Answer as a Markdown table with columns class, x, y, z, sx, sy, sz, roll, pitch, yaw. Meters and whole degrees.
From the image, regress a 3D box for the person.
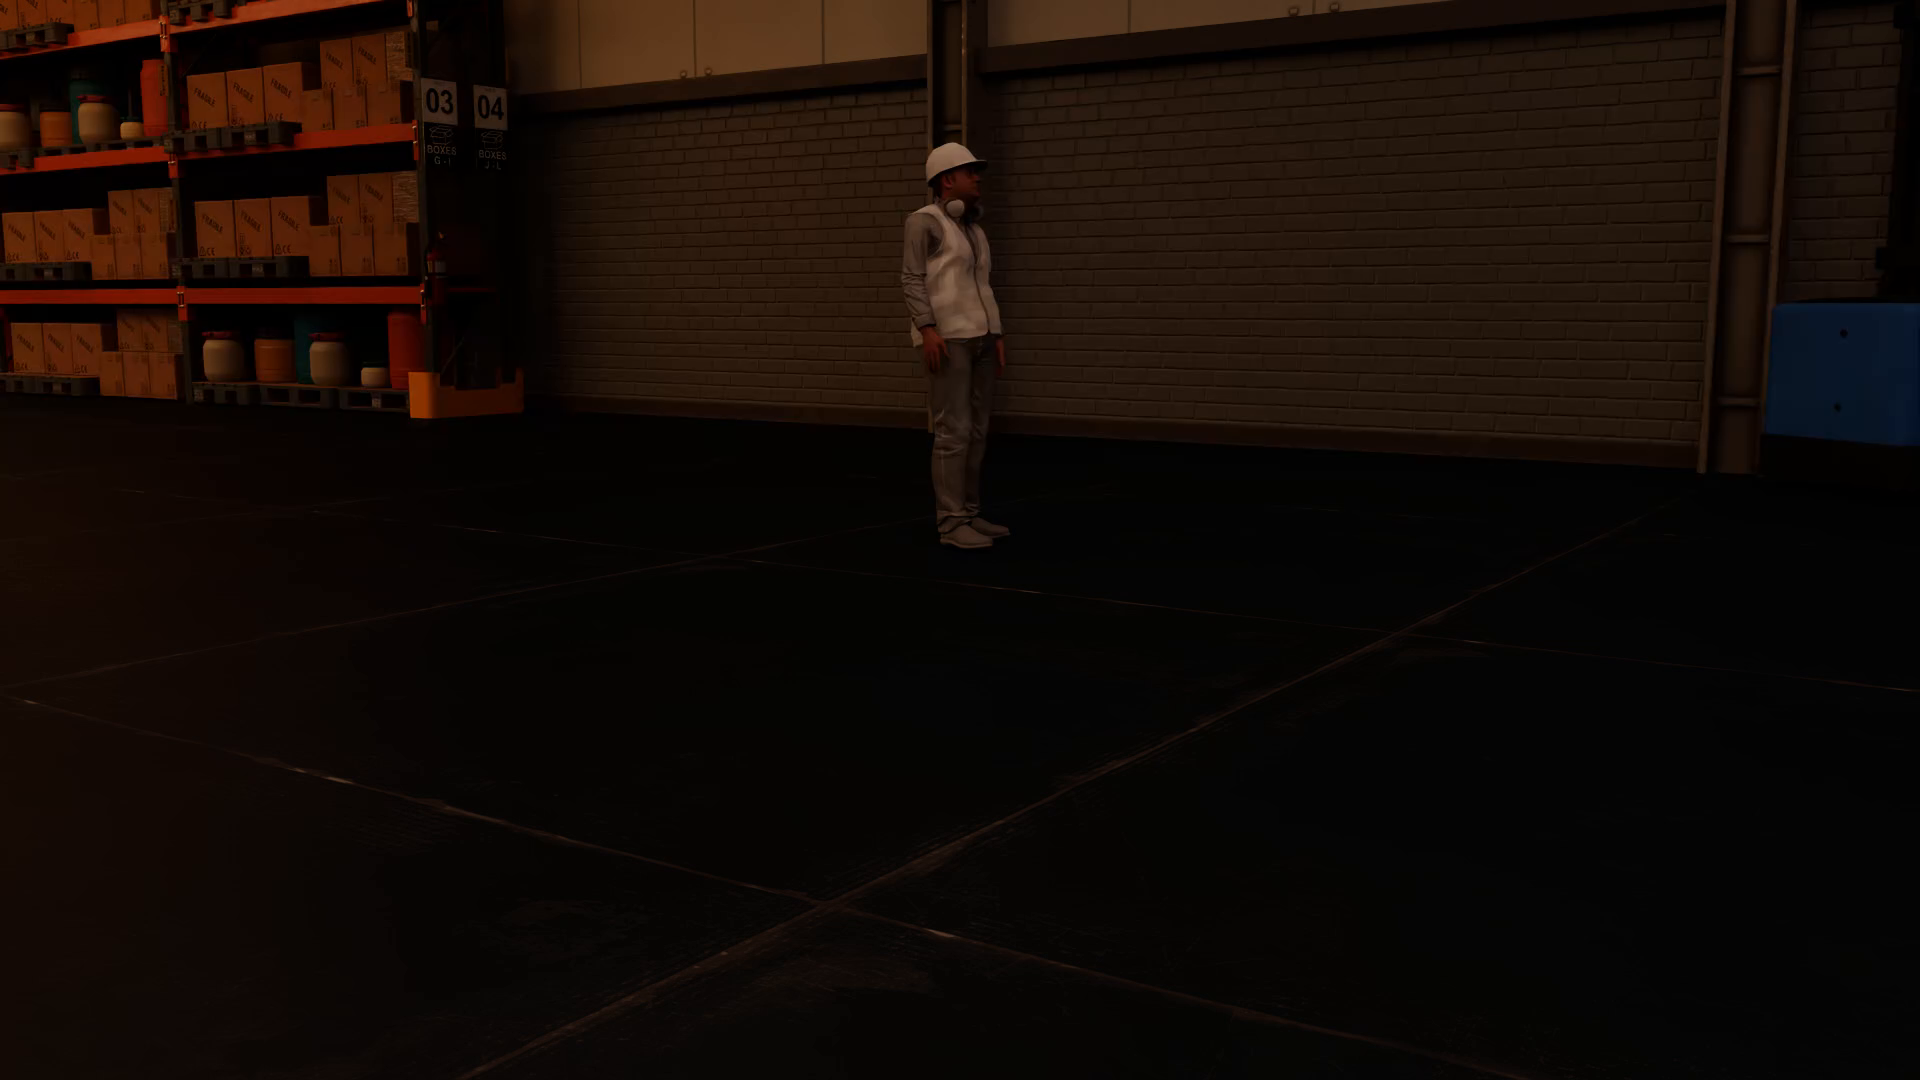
| class | x | y | z | sx | sy | sz | roll | pitch | yaw |
| --- | --- | --- | --- | --- | --- | --- | --- | --- | --- |
| person | 0.047 | -0.880 | 7.437 | 0.568 | 1.773 | 0.632 | 5 | 10 | 34 |

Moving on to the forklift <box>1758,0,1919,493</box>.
| class | x | y | z | sx | sy | sz | roll | pitch | yaw |
| --- | --- | --- | --- | --- | --- | --- | --- | --- | --- |
| forklift | 6.290 | -1.779 | 9.701 | 3.031 | 2.935 | 1.130 | -3 | 9 | -20 |
